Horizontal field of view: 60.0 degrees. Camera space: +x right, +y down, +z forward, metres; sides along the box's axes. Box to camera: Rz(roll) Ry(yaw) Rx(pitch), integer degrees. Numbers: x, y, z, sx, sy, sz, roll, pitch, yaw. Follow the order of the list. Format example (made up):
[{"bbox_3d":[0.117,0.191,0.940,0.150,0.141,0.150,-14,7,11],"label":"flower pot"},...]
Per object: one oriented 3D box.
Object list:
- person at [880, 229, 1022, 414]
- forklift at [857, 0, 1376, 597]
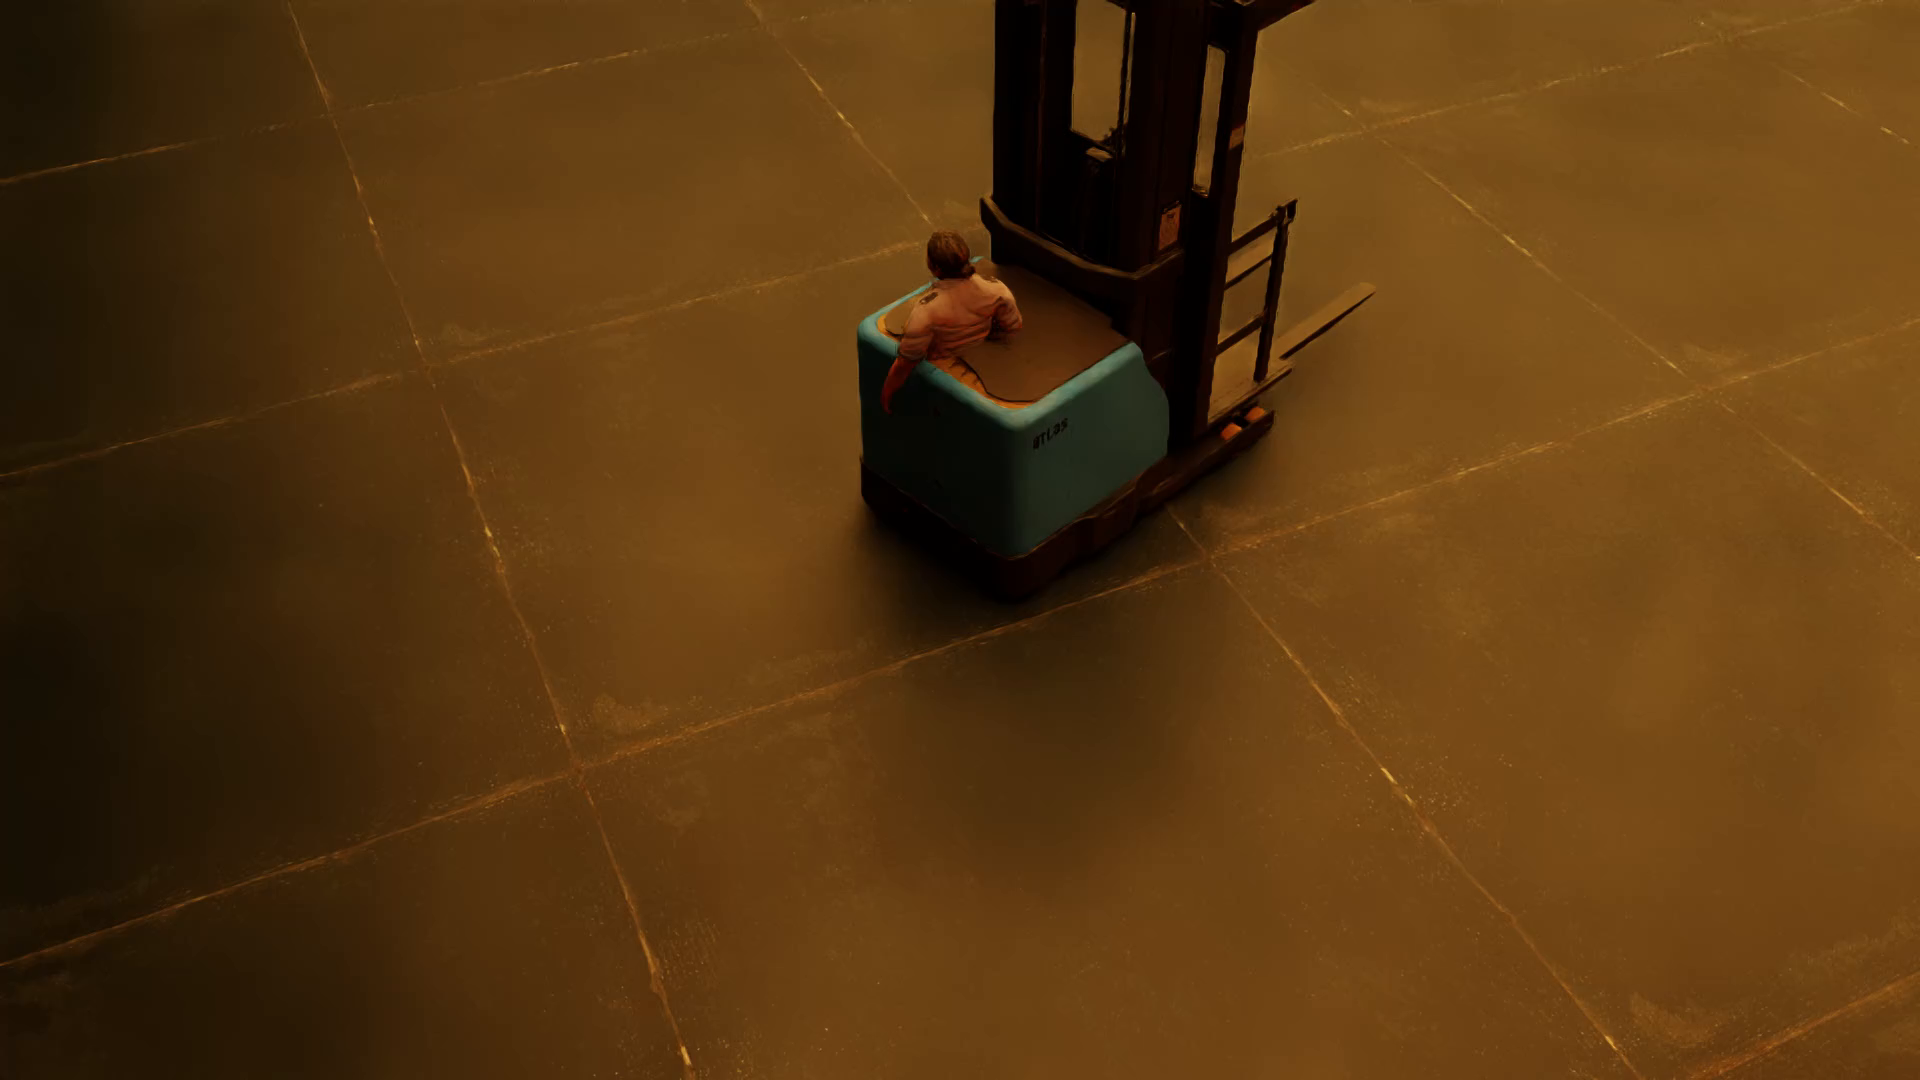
[{"bbox_3d":[-0.057,-0.737,7.434,0.671,1.607,0.490,-19,46,-19],"label":"person"},{"bbox_3d":[0.934,-1.711,7.514,3.031,2.935,1.130,-34,53,-31],"label":"forklift"}]
